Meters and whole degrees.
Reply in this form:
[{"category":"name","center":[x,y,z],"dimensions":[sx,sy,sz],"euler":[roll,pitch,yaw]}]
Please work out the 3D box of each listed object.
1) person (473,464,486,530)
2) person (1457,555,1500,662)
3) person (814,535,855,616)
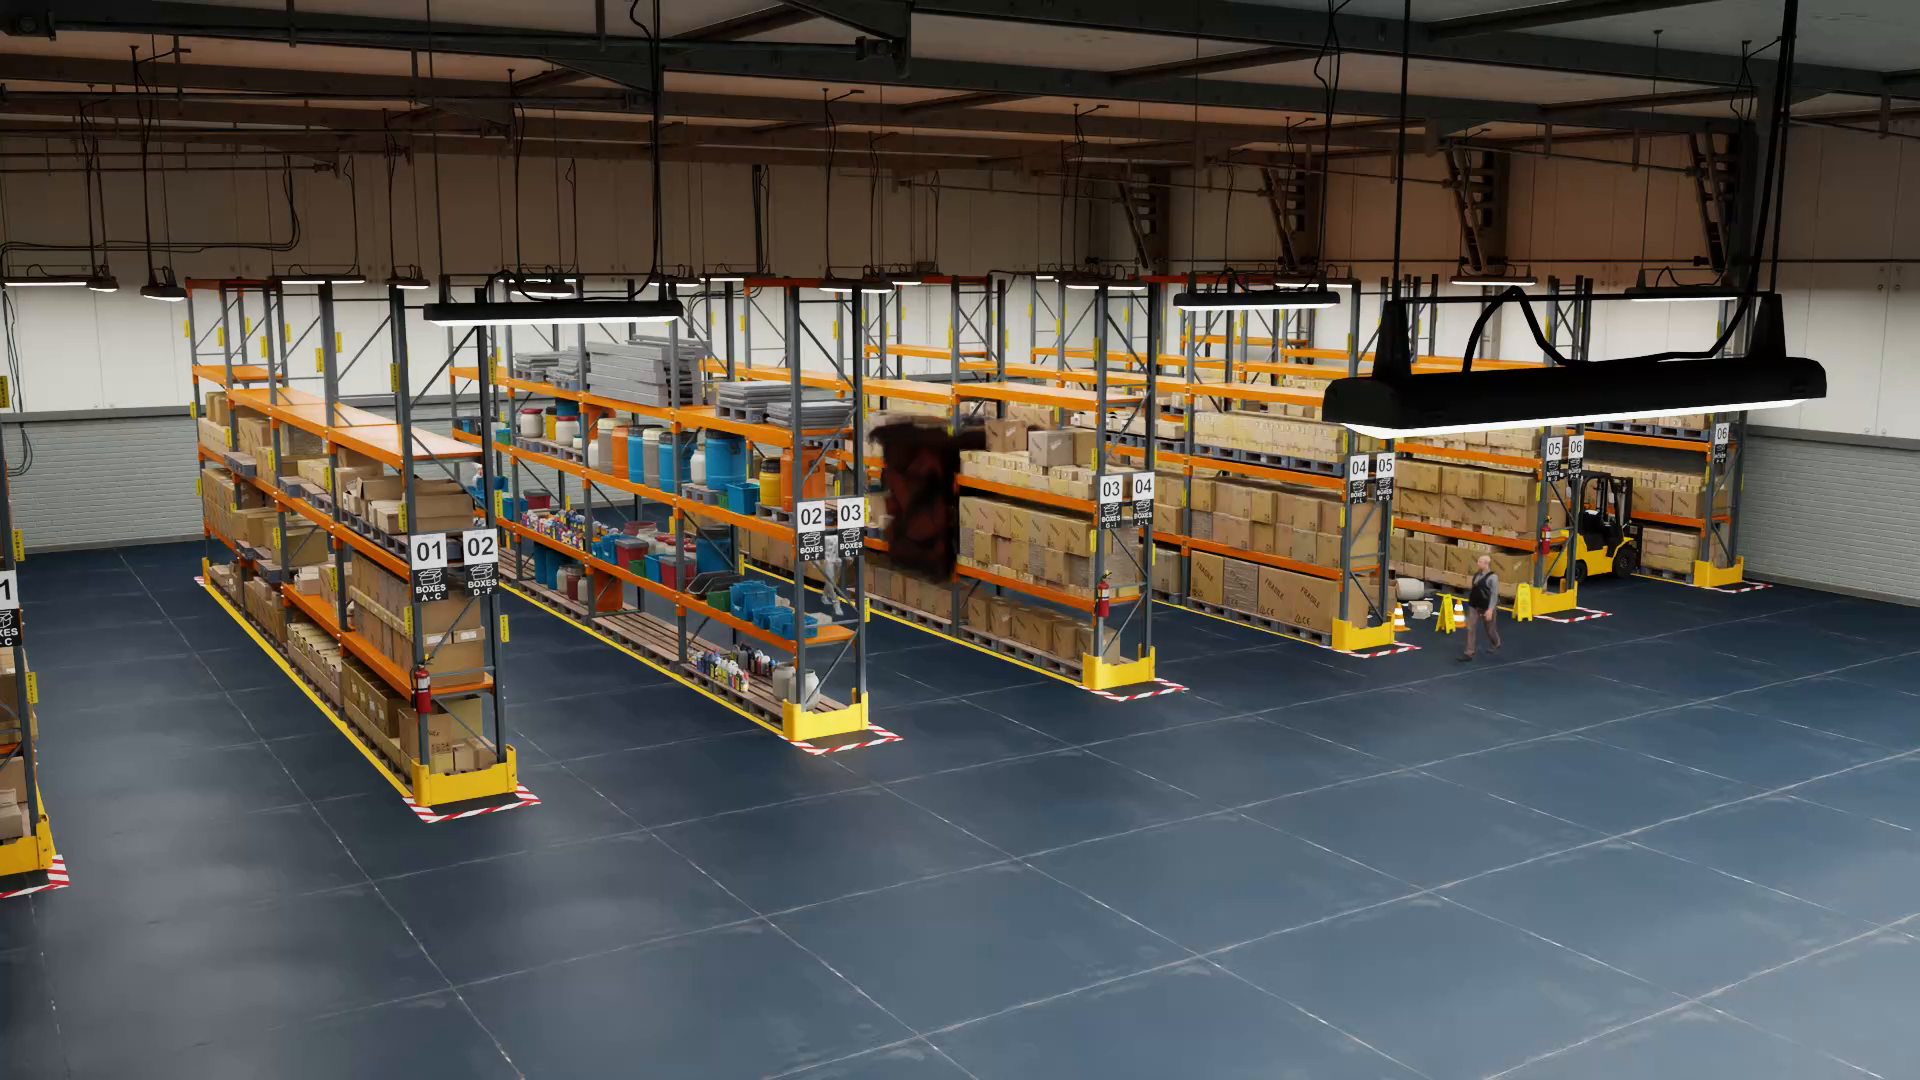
[{"category":"person","center":[-10.987,-0.899,37.991],"dimensions":[0.642,1.769,0.563],"euler":[-2,10,-12]},{"category":"person","center":[8.344,1.085,26.500],"dimensions":[0.500,1.697,0.981],"euler":[7,12,35]},{"category":"person","center":[-2.211,0.409,28.981],"dimensions":[0.642,1.667,0.919],"euler":[-6,11,-31]}]
